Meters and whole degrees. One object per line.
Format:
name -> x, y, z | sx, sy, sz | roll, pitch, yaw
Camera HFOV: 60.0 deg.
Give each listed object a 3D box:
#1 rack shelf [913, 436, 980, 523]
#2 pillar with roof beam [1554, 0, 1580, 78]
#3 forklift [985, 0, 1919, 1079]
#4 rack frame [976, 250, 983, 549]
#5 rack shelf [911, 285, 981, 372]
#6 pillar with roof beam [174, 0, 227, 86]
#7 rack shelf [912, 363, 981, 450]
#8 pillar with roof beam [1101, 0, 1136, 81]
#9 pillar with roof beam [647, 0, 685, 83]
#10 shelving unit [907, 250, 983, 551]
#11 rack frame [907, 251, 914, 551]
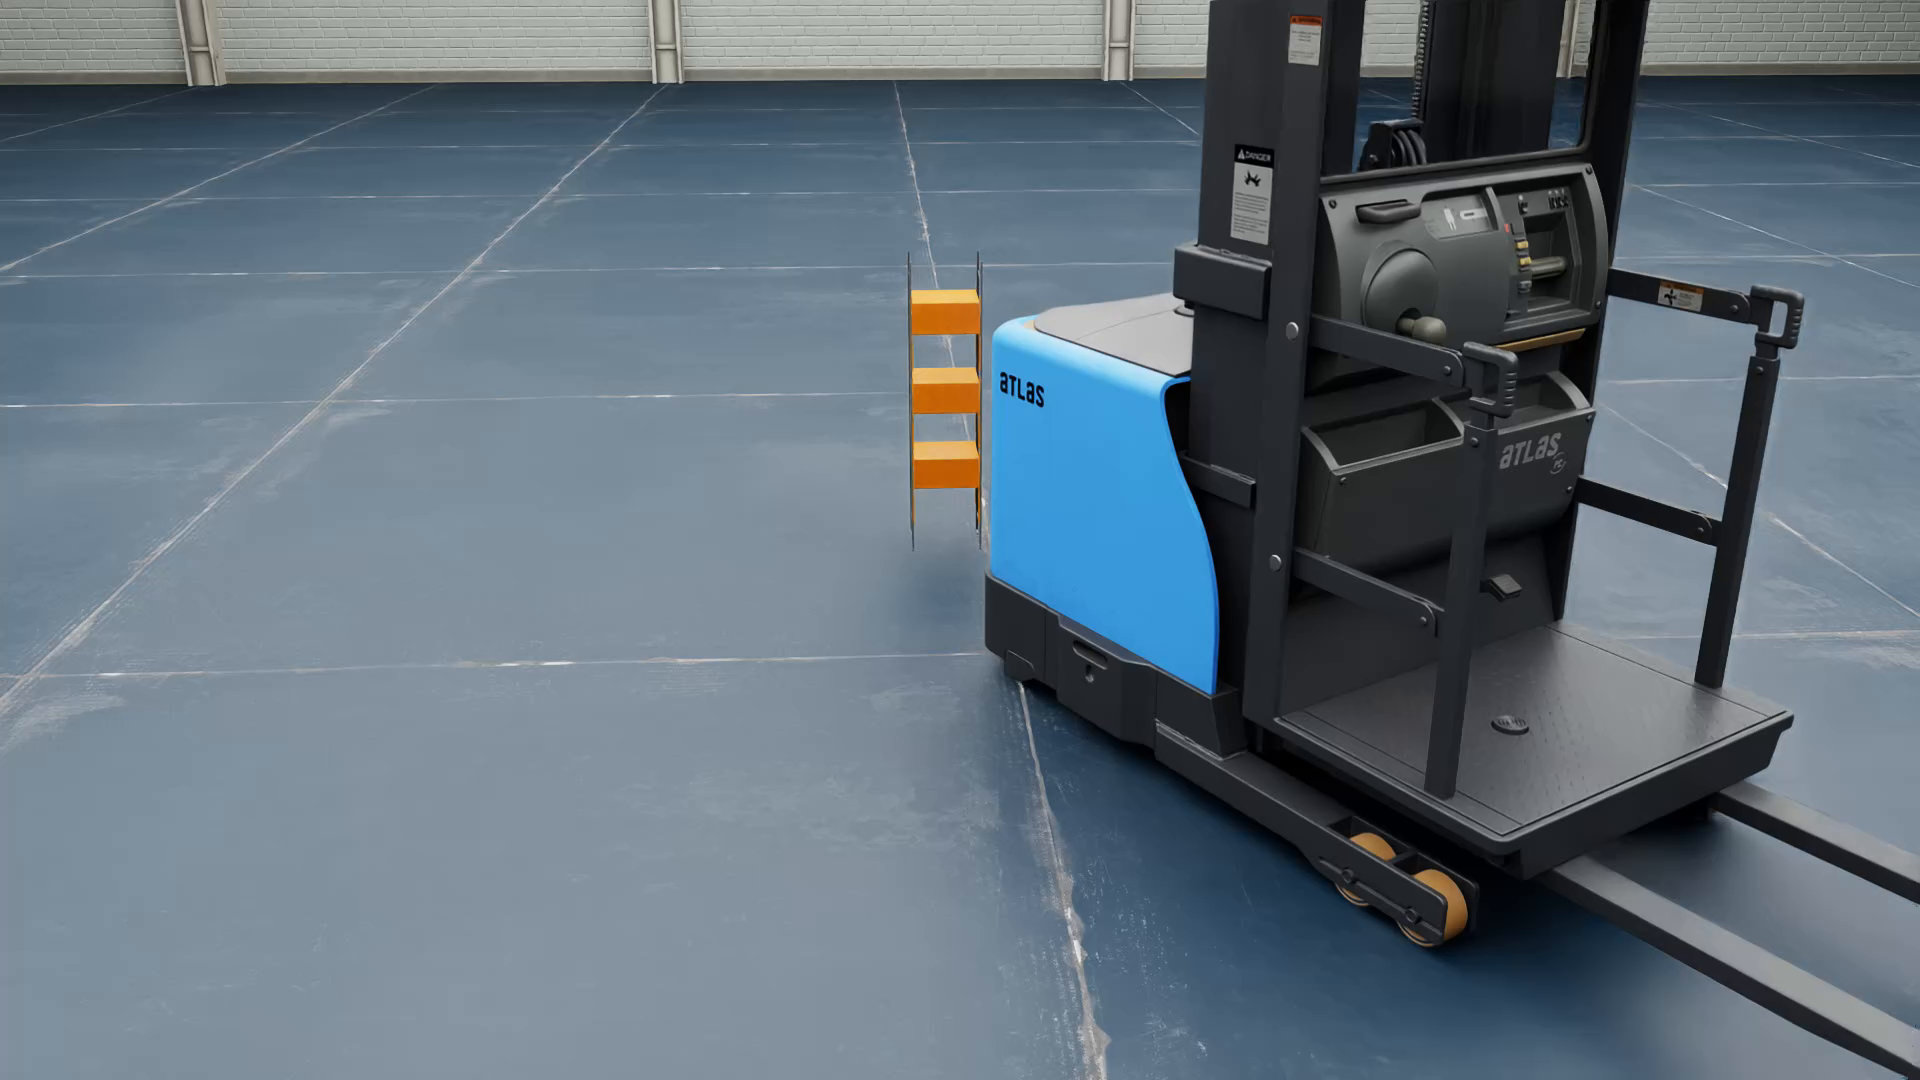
rack shelf -> -0.053, -0.220, 6.034 | 0.240, 0.259, 0.215 | -1, 21, -3
pillar with roof beam -> 8.353, -9.013, 17.148 | 0.400, 9.000, 9.100 | -1, 21, -3
forklift -> 1.313, -0.653, 3.716 | 1.130, 2.935, 3.031 | -13, 25, -31
rack frame -> 0.068, -0.492, 5.938 | 0.008, 1.050, 0.200 | -1, 21, -3
rack shelf -> -0.053, -0.745, 5.834 | 0.240, 0.259, 0.215 | -1, 21, -3
pillar with roof beam -> -9.618, -8.648, 16.187 | 0.400, 9.000, 9.100 | -1, 21, -3
rack shelf -> -0.053, -0.480, 5.935 | 0.240, 0.259, 0.215 | -1, 21, -3
pillar with roof beam -> 2.363, -8.891, 16.827 | 0.400, 9.000, 9.100 | -1, 21, -3
pillar with roof beam -> -3.627, -8.769, 16.507 | 0.400, 9.000, 9.100 | -1, 21, -3
shelving unit -> -0.053, -0.490, 5.931 | 0.252, 1.050, 0.215 | -1, 21, -3
rack frame -> -0.175, -0.487, 5.925 | 0.008, 1.050, 0.200 | -1, 21, -3
